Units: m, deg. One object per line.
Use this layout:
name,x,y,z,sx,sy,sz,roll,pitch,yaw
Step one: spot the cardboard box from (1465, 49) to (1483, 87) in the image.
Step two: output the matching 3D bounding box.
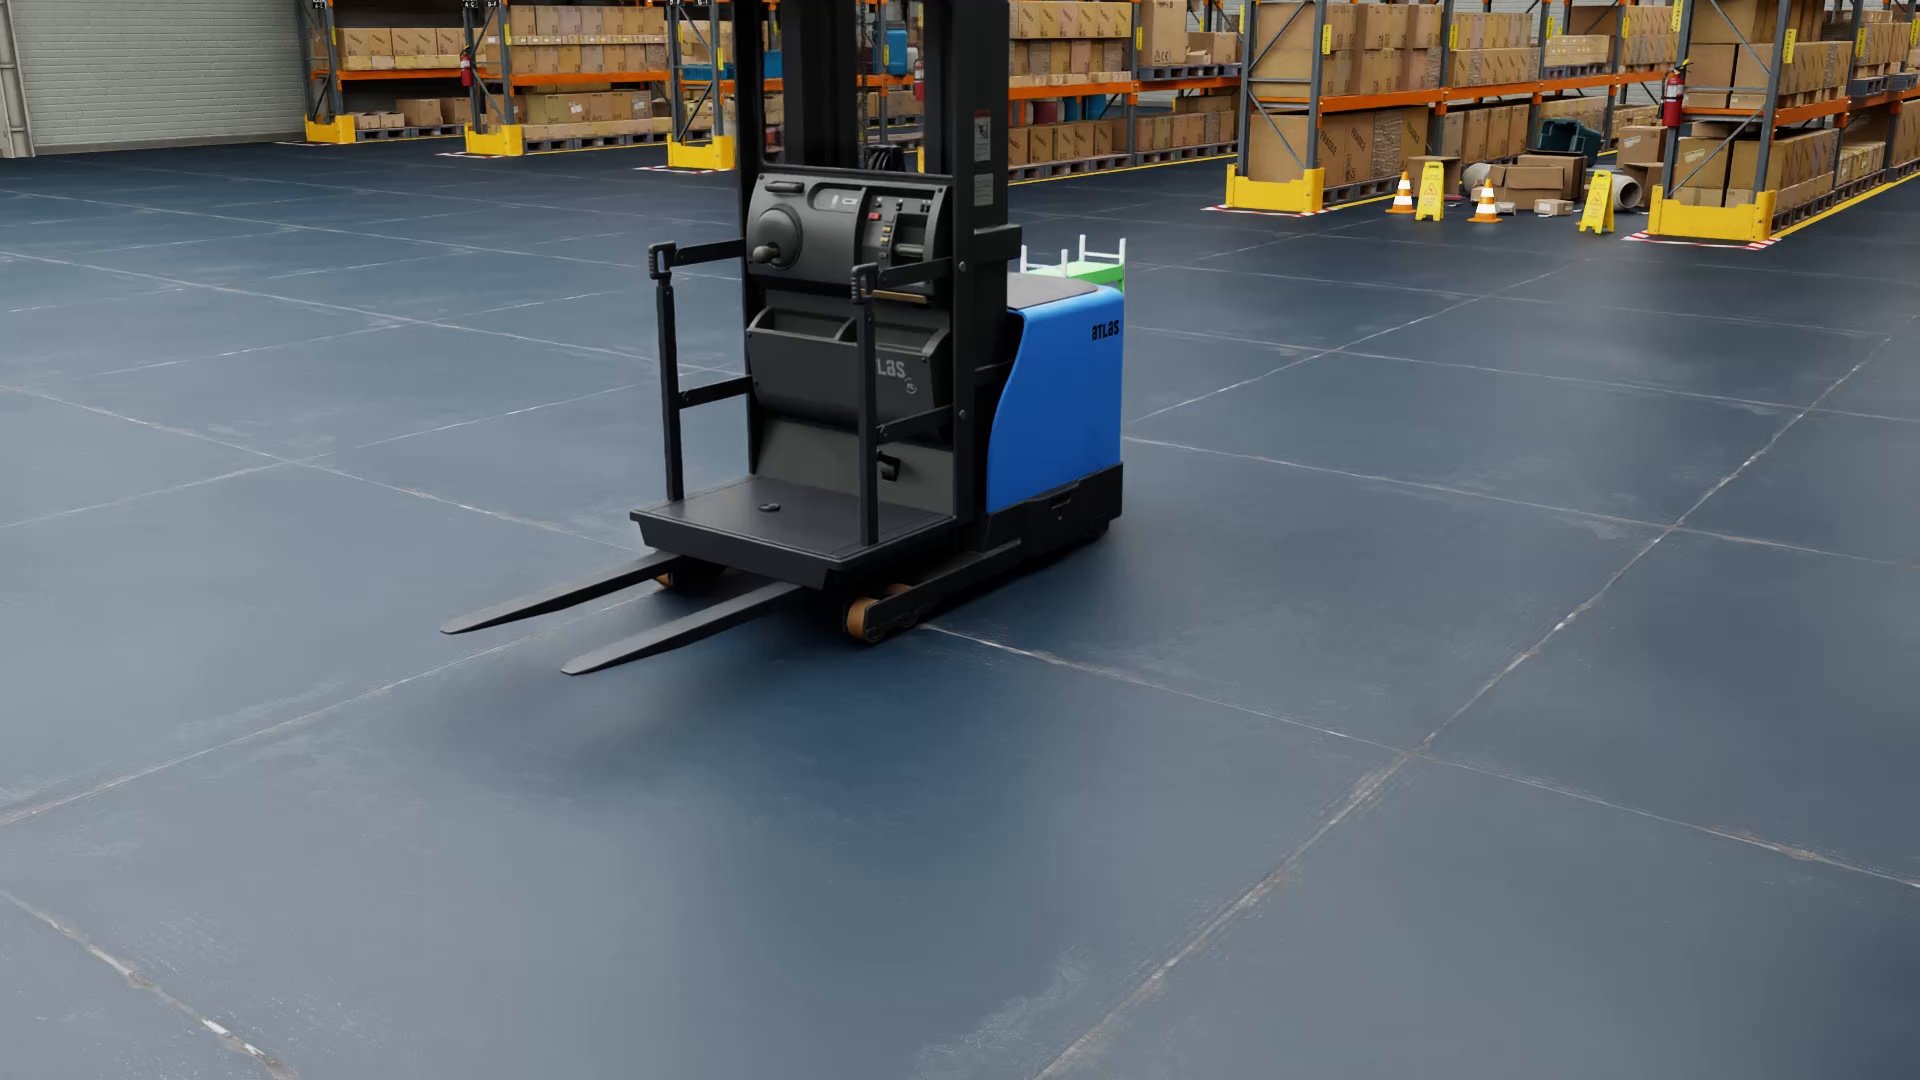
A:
cardboard box,7.044,-6.681,23.531,0.500,0.500,0.500,13,21,35

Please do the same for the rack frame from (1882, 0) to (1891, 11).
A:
rack frame,15.017,-7.490,26.304,1.000,3.000,0.127,12,21,35

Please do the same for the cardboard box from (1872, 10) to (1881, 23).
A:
cardboard box,11.379,-6.611,21.002,0.380,0.149,0.250,14,22,38

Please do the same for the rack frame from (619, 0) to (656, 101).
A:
rack frame,-7.259,-10.914,37.331,1.000,3.000,0.127,12,21,35

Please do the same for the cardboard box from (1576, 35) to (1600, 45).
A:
cardboard box,10.584,-8.450,28.107,0.380,0.149,0.250,12,21,33

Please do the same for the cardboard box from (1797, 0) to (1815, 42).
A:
cardboard box,9.492,-6.067,19.368,0.700,0.500,0.500,13,21,35

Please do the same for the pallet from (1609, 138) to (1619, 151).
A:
pallet,11.353,-7.175,29.992,1.003,0.211,1.213,12,21,35

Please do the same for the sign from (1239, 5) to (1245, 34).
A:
sign,3.404,-6.247,19.952,0.100,0.325,0.005,12,21,35

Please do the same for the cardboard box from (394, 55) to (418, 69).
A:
cardboard box,-10.874,-9.253,32.202,0.500,0.250,0.500,12,21,34

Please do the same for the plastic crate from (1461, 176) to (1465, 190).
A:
plastic crate,7.163,-4.847,22.437,0.662,0.188,0.450,-7,9,-22

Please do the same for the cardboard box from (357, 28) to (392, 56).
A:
cardboard box,-11.198,-9.481,31.672,0.500,0.500,0.500,12,21,35

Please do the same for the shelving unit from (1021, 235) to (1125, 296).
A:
shelving unit,0.518,-0.780,7.732,0.258,1.200,0.503,12,21,35

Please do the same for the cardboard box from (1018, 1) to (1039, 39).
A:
cardboard box,0.758,-7.251,23.178,0.500,0.500,0.500,12,21,35

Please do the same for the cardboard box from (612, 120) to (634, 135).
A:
cardboard box,-6.355,-7.586,30.543,0.500,0.250,0.500,12,21,35

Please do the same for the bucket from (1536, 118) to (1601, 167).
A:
bucket,7.985,-5.158,21.751,0.620,0.611,0.726,0,14,-35

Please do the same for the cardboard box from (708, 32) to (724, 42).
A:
cardboard box,-5.844,-11.550,38.676,0.500,0.500,0.500,13,22,36

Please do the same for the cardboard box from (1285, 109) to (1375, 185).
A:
cardboard box,4.705,-5.051,21.326,0.875,0.875,0.875,12,21,34

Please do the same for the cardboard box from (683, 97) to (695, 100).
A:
cardboard box,-5.346,-8.514,32.586,0.500,0.311,0.500,13,22,36

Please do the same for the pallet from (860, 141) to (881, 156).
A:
pallet,-2.120,-6.726,28.548,1.003,0.211,1.213,12,21,35

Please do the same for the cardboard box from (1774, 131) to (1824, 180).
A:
cardboard box,9.508,-4.398,19.013,0.500,0.500,0.500,14,22,38

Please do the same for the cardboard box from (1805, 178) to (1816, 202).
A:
cardboard box,9.498,-4.034,19.106,0.500,0.250,0.500,13,21,36

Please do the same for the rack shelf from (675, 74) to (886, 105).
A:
rack shelf,-2.878,-7.391,27.198,1.077,0.370,4.000,12,21,35

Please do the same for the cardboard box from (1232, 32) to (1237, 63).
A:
cardboard box,4.385,-8.401,28.361,0.500,0.500,0.500,10,20,28

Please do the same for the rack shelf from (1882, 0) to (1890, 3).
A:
rack shelf,13.825,-8.102,24.432,1.077,0.370,4.000,12,21,35

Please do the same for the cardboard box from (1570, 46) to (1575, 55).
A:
cardboard box,9.813,-7.997,27.151,0.380,0.149,0.250,12,21,34

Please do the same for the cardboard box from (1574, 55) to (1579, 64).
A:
cardboard box,9.971,-7.917,27.396,0.380,0.149,0.250,12,21,33

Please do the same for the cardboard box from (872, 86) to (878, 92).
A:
cardboard box,-1.975,-10.056,36.778,0.500,0.250,0.500,12,21,35

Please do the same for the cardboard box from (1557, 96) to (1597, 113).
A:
cardboard box,10.424,-7.363,28.139,0.500,0.250,0.500,14,22,37

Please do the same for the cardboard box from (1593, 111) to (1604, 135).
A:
cardboard box,10.743,-7.126,28.641,0.500,0.500,0.500,12,21,34

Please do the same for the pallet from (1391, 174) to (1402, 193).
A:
pallet,5.699,-4.936,22.782,1.003,0.211,1.213,12,21,35

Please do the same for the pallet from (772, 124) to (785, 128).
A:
pallet,-3.801,-8.519,34.319,1.003,0.211,1.213,12,21,35

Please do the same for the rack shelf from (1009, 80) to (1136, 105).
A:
rack shelf,1.100,-6.516,24.380,1.077,0.370,4.000,12,21,35

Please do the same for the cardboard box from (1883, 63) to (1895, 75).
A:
cardboard box,12.102,-6.227,21.953,0.380,0.149,0.250,13,21,36

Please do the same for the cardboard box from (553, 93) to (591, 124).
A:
cardboard box,-6.963,-7.709,29.674,0.500,0.500,0.500,12,21,35

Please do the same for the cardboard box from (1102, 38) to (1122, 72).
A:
cardboard box,1.974,-7.429,25.438,0.875,0.500,0.500,12,21,35

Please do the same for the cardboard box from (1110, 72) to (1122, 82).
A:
cardboard box,2.243,-7.054,25.326,0.380,0.149,0.250,12,21,35

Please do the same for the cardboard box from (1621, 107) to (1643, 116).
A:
cardboard box,12.438,-7.944,30.863,0.380,0.149,0.250,12,21,33

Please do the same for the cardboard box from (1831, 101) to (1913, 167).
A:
cardboard box,13.112,-5.873,23.972,0.875,0.875,0.875,12,21,34

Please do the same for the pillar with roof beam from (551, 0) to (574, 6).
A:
pillar with roof beam,-5.271,-12.862,33.487,9.100,9.000,0.400,12,21,35

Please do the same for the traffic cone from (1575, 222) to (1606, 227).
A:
traffic cone,7.087,-3.750,18.540,0.336,0.463,0.334,12,21,35

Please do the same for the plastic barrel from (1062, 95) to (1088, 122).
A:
plastic barrel,2.321,-9.019,34.060,0.600,0.901,0.708,12,21,35

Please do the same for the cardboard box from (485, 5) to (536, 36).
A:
cardboard box,-7.726,-8.923,28.563,0.700,0.500,0.500,13,21,35

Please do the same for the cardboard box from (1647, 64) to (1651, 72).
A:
cardboard box,12.559,-8.754,30.800,0.380,0.149,0.250,11,21,32

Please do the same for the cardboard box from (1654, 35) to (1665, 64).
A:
cardboard box,12.698,-9.086,30.775,0.500,0.500,0.500,13,21,35

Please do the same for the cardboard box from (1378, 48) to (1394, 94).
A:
cardboard box,5.043,-6.030,21.350,0.875,0.550,0.500,12,21,35

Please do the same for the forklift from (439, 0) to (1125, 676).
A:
forklift,-0.564,-1.190,6.132,1.130,2.935,3.031,12,21,35

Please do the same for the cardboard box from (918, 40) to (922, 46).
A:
cardboard box,-0.804,-11.204,38.098,0.500,0.500,0.500,13,21,36

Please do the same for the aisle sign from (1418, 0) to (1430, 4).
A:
aisle sign,9.725,-11.399,34.510,0.394,0.787,0.004,12,21,35

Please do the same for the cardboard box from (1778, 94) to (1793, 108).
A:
cardboard box,8.598,-4.667,17.639,0.380,0.149,0.250,12,21,33

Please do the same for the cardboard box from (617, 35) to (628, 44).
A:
cardboard box,-6.260,-9.100,30.226,0.380,0.149,0.250,12,21,34

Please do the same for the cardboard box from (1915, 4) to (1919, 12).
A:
cardboard box,15.189,-8.498,26.603,0.380,0.149,0.250,13,22,36
